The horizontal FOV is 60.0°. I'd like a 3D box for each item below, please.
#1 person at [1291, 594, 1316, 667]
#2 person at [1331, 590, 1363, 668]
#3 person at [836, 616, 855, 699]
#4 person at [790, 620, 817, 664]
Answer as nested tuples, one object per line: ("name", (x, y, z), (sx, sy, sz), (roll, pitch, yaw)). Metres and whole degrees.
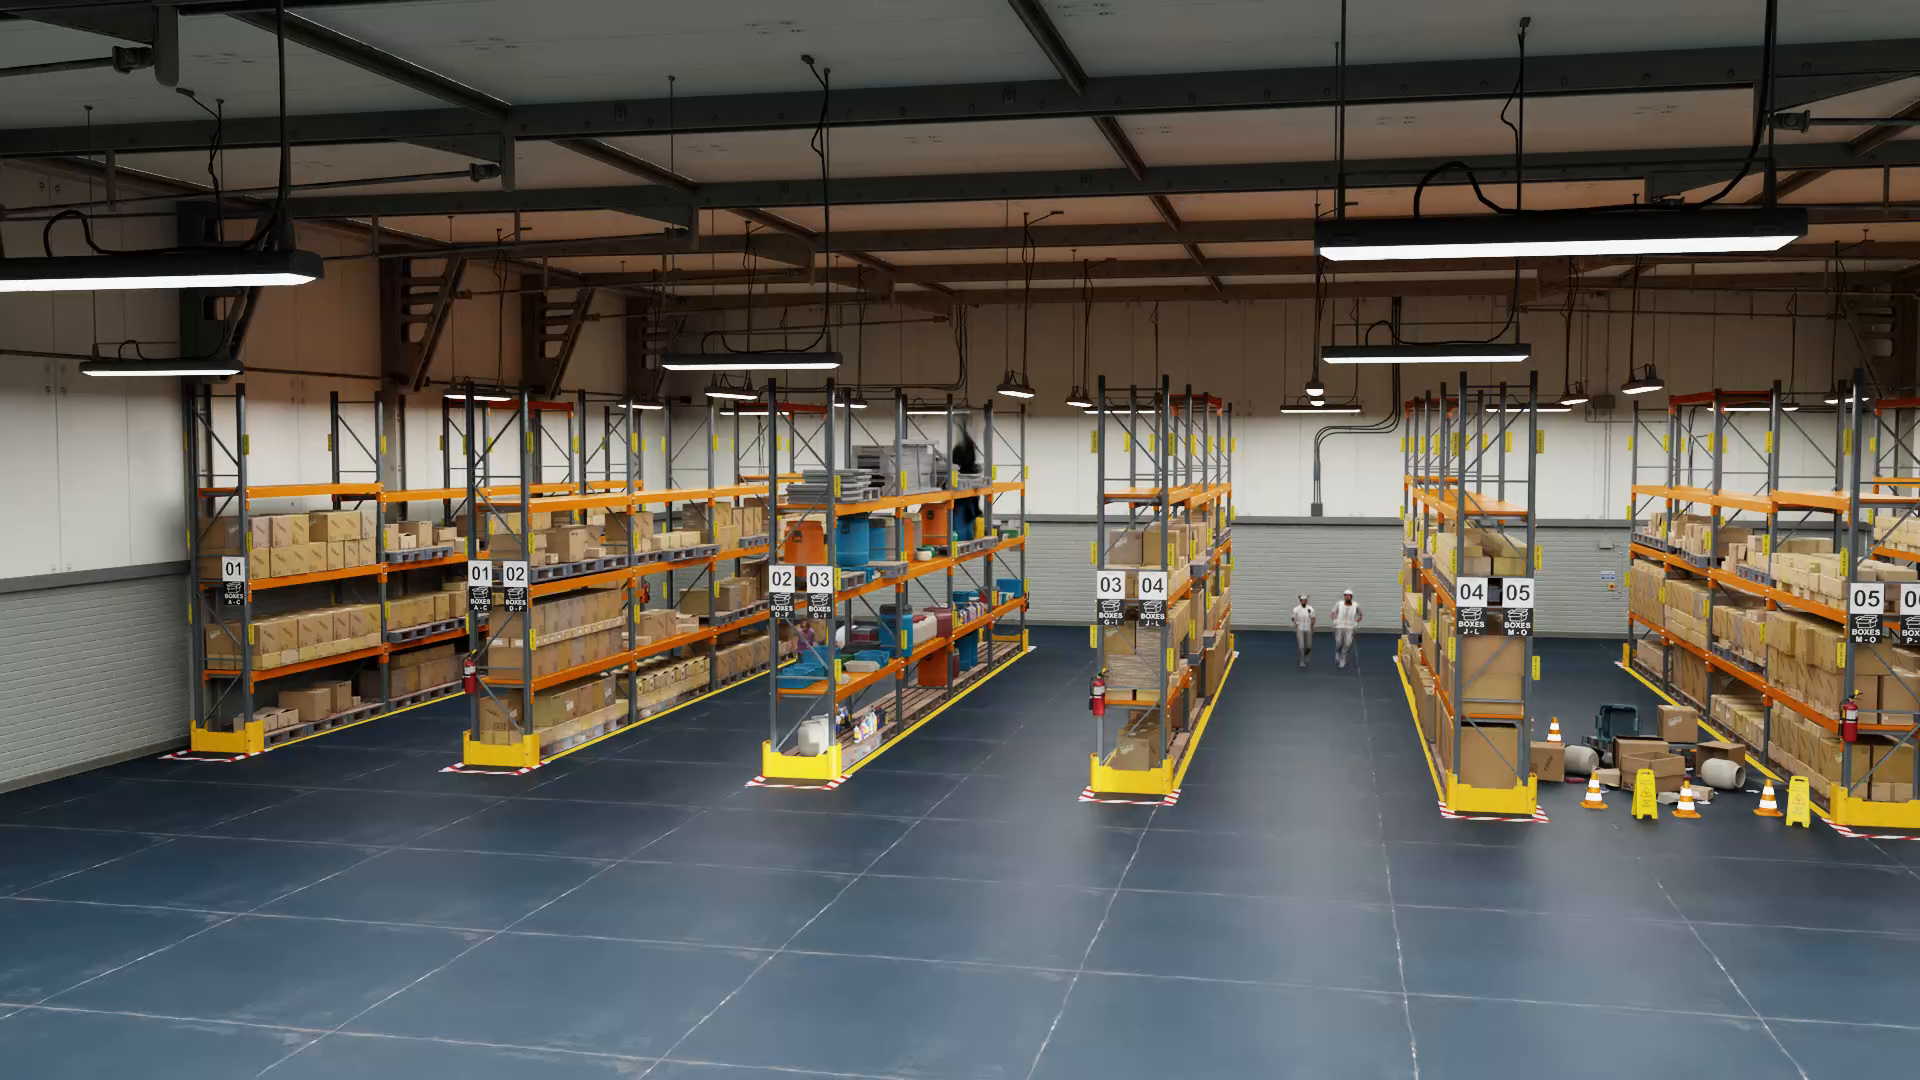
("person", (7.748, 2.031, 37.502), (0.572, 1.651, 0.579), (0, 3, 5))
("person", (8.743, 1.993, 37.586), (0.700, 1.745, 0.695), (1, 3, 14))
("person", (-2.194, 2.305, 32.568), (0.604, 1.686, 0.924), (0, 3, 4))
("person", (-3.191, 2.330, 33.937), (0.568, 1.435, 0.868), (0, 3, -4))
